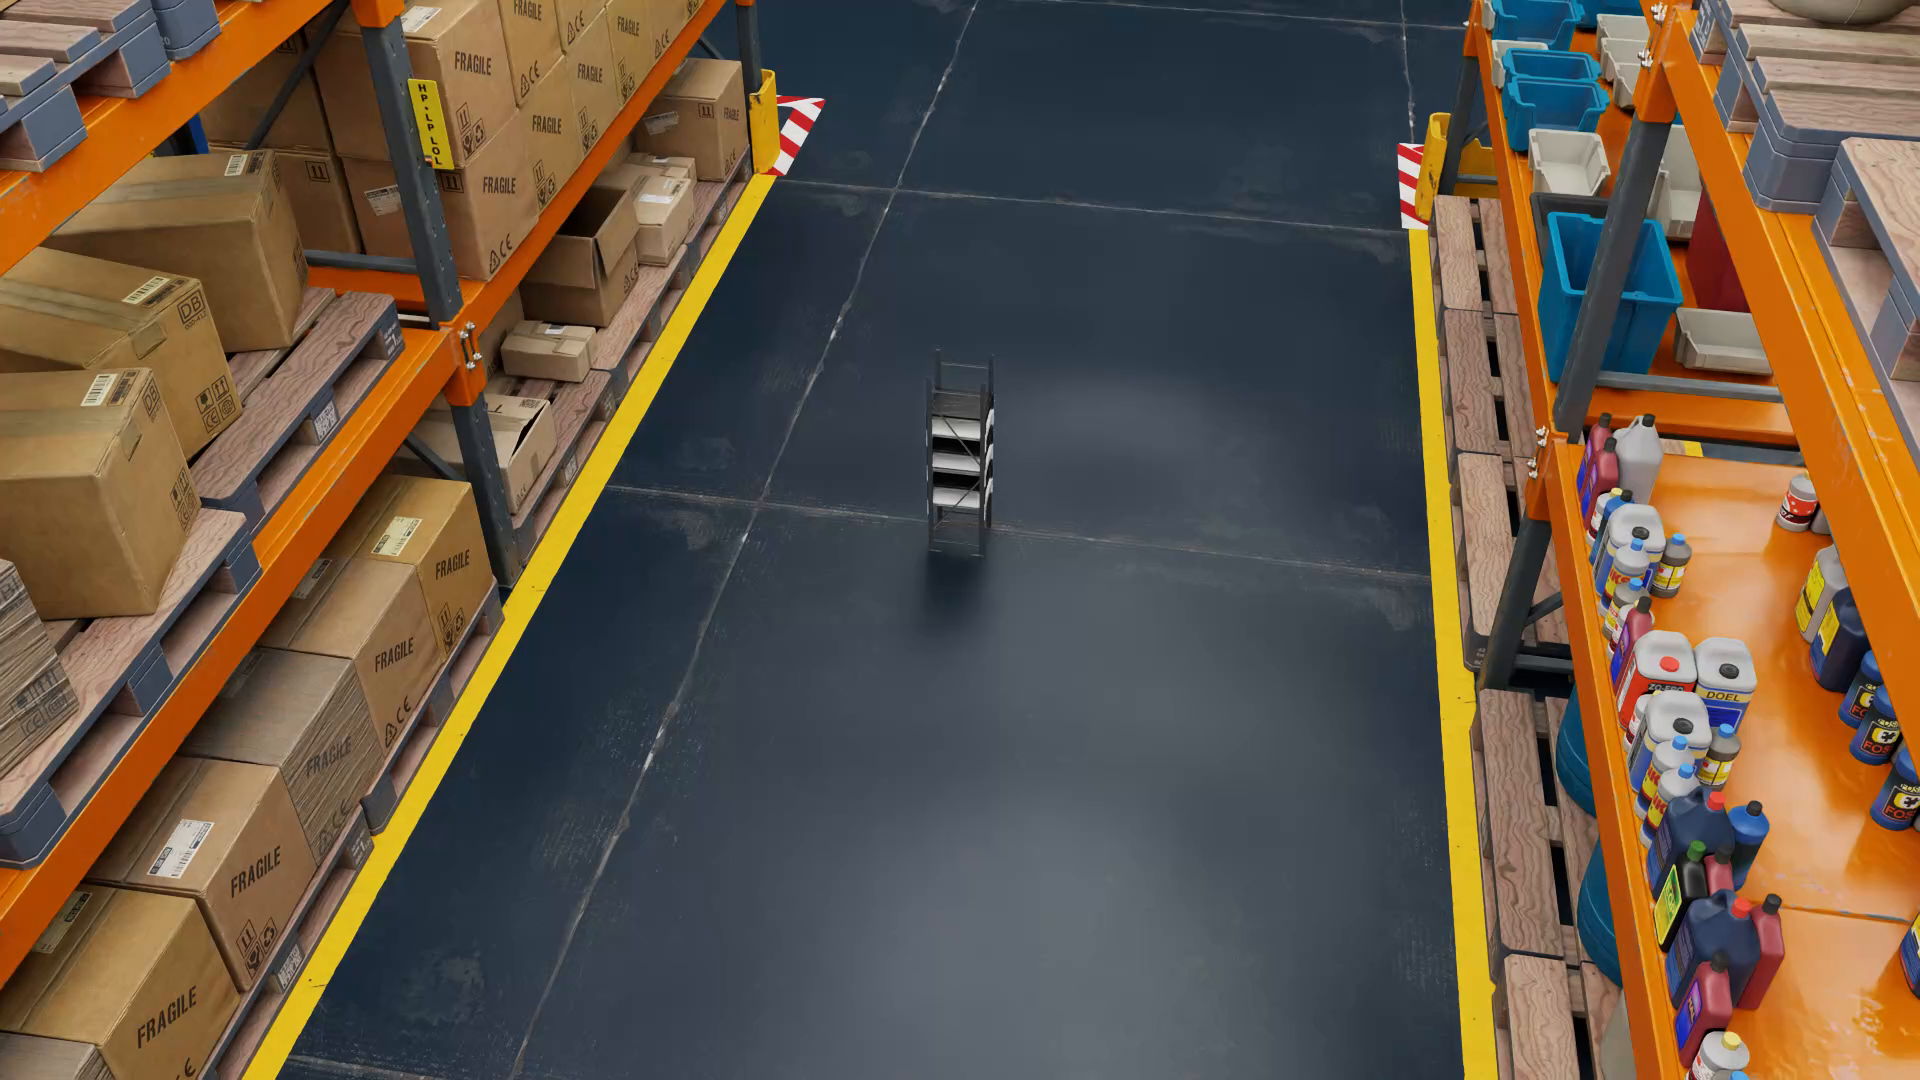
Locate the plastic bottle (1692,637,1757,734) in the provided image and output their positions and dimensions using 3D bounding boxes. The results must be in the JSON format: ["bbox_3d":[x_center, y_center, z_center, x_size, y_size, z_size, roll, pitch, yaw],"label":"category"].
[{"bbox_3d":[2.049,0.405,4.503,0.152,0.276,0.135,6,40,8],"label":"plastic bottle"}]

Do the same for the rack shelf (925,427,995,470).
[{"bbox_3d":[0.001,-0.396,6.933,0.258,0.077,0.200,6,40,8],"label":"rack shelf"}]

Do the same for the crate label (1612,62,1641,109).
[{"bbox_3d":[3.156,-2.031,7.513,0.396,0.136,0.243,6,40,8],"label":"crate label"}]

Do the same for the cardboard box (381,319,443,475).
[{"bbox_3d":[-2.544,-0.632,7.277,0.500,0.500,0.500,6,40,8],"label":"cardboard box"}]

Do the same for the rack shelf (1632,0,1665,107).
[{"bbox_3d":[2.861,-2.623,6.279,1.077,0.370,4.000,6,40,8],"label":"rack shelf"}]

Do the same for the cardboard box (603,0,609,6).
[{"bbox_3d":[-1.738,-2.697,7.294,0.500,0.500,0.500,8,40,9],"label":"cardboard box"}]

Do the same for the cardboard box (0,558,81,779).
[{"bbox_3d":[-2.711,0.312,4.111,0.700,0.500,0.500,14,42,16],"label":"cardboard box"}]

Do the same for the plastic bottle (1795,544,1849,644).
[{"bbox_3d":[2.536,0.127,4.781,0.144,0.351,0.185,6,40,8],"label":"plastic bottle"}]

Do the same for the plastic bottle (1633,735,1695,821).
[{"bbox_3d":[1.812,0.606,4.264,0.097,0.271,0.097,0,40,0],"label":"plastic bottle"}]

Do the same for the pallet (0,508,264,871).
[{"bbox_3d":[-2.724,0.326,4.652,1.003,0.211,1.213,6,40,8],"label":"pallet"}]

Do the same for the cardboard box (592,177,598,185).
[{"bbox_3d":[-2.218,-1.720,8.789,0.500,0.250,0.500,6,40,8],"label":"cardboard box"}]

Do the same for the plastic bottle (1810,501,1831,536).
[{"bbox_3d":[2.765,-0.158,5.184,0.152,0.276,0.135,6,40,8],"label":"plastic bottle"}]

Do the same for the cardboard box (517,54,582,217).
[{"bbox_3d":[-1.921,-1.687,6.858,0.500,0.500,0.500,7,40,8],"label":"cardboard box"}]

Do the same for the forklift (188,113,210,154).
[{"bbox_3d":[-4.752,-2.227,7.643,1.130,2.935,3.031,18,43,21],"label":"forklift"}]

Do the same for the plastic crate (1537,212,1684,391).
[{"bbox_3d":[2.260,-0.836,5.873,0.392,0.384,0.575,6,40,8],"label":"plastic crate"}]

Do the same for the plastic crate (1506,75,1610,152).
[{"bbox_3d":[2.560,-1.825,7.187,0.416,0.233,0.300,6,40,8],"label":"plastic crate"}]

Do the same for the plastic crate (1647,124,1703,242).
[{"bbox_3d":[2.960,-1.404,6.640,0.437,0.282,0.530,6,40,8],"label":"plastic crate"}]

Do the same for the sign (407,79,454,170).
[{"bbox_3d":[-1.816,-1.425,5.710,0.100,0.325,0.005,6,40,8],"label":"sign"}]

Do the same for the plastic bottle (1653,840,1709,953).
[{"bbox_3d":[1.725,0.848,3.961,0.061,0.283,0.133,6,40,8],"label":"plastic bottle"}]

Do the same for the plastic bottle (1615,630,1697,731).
[{"bbox_3d":[1.899,0.389,4.523,0.152,0.276,0.135,6,40,8],"label":"plastic bottle"}]

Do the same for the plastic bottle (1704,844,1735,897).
[{"bbox_3d":[1.785,0.855,3.953,0.061,0.283,0.133,6,40,8],"label":"plastic bottle"}]

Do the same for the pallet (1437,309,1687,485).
[{"bbox_3d":[2.813,-0.648,7.868,1.003,0.211,1.213,6,40,8],"label":"pallet"}]

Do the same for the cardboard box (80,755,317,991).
[{"bbox_3d":[-2.433,1.041,5.253,0.500,0.500,0.500,5,40,6],"label":"cardboard box"}]

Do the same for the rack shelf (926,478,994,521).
[{"bbox_3d":[0.001,-0.187,7.105,0.258,0.077,0.200,6,40,8],"label":"rack shelf"}]

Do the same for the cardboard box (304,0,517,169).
[{"bbox_3d":[-2.005,-1.726,6.120,0.500,0.500,0.500,7,40,9],"label":"cardboard box"}]

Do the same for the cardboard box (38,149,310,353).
[{"bbox_3d":[-2.666,-0.965,5.655,0.700,0.500,0.500,-6,40,-7],"label":"cardboard box"}]

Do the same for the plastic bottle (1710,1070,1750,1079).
[{"bbox_3d":[1.651,1.215,3.582,0.097,0.201,0.097,0,40,0],"label":"plastic bottle"}]

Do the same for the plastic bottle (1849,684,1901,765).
[{"bbox_3d":[2.465,0.472,4.426,0.097,0.271,0.097,0,40,0],"label":"plastic bottle"}]

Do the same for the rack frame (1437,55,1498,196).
[{"bbox_3d":[3.207,-2.999,8.524,1.000,3.000,0.127,6,40,8],"label":"rack frame"}]

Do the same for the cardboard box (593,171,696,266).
[{"bbox_3d":[-1.717,-1.696,8.760,0.500,0.250,0.500,6,40,8],"label":"cardboard box"}]

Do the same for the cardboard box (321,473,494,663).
[{"bbox_3d":[-2.166,0.098,6.394,0.500,0.500,0.500,6,40,7],"label":"cardboard box"}]

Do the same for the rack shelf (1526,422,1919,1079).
[{"bbox_3d":[2.169,1.044,4.198,1.077,0.370,4.000,6,40,8],"label":"rack shelf"}]

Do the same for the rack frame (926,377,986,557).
[{"bbox_3d":[-0.016,-0.288,6.892,0.240,0.900,0.006,6,40,8],"label":"rack frame"}]

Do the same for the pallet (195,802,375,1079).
[{"bbox_3d":[-2.676,1.320,5.488,1.003,0.211,1.213,6,40,8],"label":"pallet"}]

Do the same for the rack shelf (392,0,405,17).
[{"bbox_3d":[-2.017,-3.171,6.942,1.077,0.370,4.000,6,40,8],"label":"rack shelf"}]

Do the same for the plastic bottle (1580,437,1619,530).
[{"bbox_3d":[2.008,-0.177,5.202,0.061,0.283,0.133,6,40,8],"label":"plastic bottle"}]

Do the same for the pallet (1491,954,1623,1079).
[{"bbox_3d":[2.131,1.833,4.867,1.003,0.211,1.213,6,40,8],"label":"pallet"}]

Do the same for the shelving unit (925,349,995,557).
[{"bbox_3d":[0.001,-0.352,6.969,0.258,0.900,0.210,6,40,8],"label":"shelving unit"}]

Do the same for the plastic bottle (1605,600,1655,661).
[{"bbox_3d":[1.915,0.258,4.740,0.097,0.201,0.097,0,40,0],"label":"plastic bottle"}]

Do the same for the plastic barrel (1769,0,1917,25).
[{"bbox_3d":[2.177,-1.556,3.988,0.433,0.535,0.433,0,40,0],"label":"plastic barrel"}]

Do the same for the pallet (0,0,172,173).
[{"bbox_3d":[-2.722,-1.068,3.981,1.213,0.211,1.003,6,40,8],"label":"pallet"}]

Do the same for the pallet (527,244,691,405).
[{"bbox_3d":[-2.035,-1.161,8.489,1.003,0.211,1.213,6,40,8],"label":"pallet"}]

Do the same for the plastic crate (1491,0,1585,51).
[{"bbox_3d":[2.726,-2.426,7.915,0.416,0.233,0.300,6,40,8],"label":"plastic crate"}]

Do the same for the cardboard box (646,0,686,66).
[{"bbox_3d":[-1.659,-2.637,8.007,0.500,0.500,0.500,7,40,8],"label":"cardboard box"}]

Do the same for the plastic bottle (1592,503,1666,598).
[{"bbox_3d":[1.996,0.037,4.948,0.152,0.276,0.135,6,40,8],"label":"plastic bottle"}]

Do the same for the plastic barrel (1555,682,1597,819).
[{"bbox_3d":[2.404,0.498,5.611,0.600,0.901,0.708,6,40,8],"label":"plastic barrel"}]
